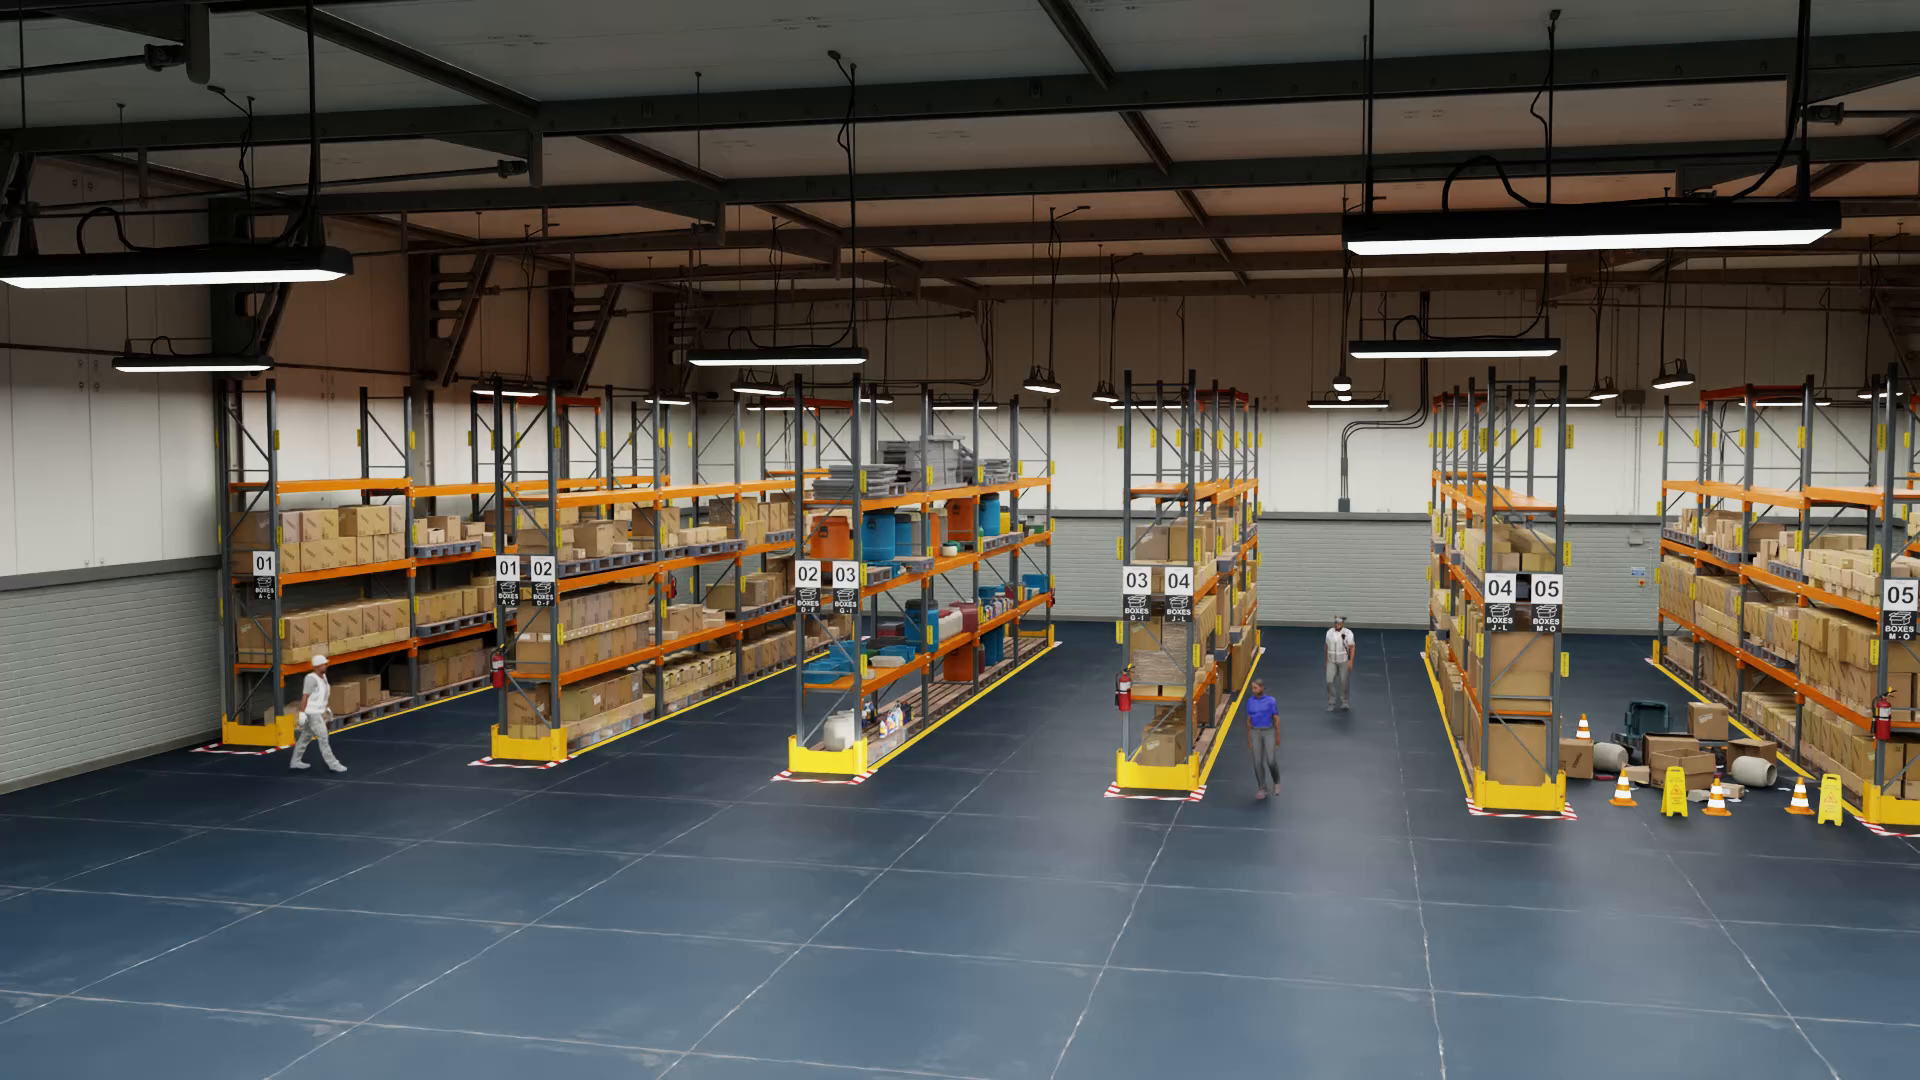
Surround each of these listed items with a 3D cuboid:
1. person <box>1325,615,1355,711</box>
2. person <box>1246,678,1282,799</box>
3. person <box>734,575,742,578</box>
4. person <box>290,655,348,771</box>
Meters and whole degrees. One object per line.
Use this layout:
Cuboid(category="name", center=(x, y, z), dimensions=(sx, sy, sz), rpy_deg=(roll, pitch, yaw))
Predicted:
Cuboid(category="person", center=(7.054, 2.296, 30.921), dimensions=(0.591, 1.825, 0.552), rpy_deg=(2, 4, 31))
Cuboid(category="person", center=(4.250, 2.778, 23.350), dimensions=(0.505, 1.650, 0.429), rpy_deg=(2, 4, 26))
Cuboid(category="person", center=(-5.519, 1.680, 40.993), dimensions=(0.492, 1.726, 0.574), rpy_deg=(-2, 4, -34))
Cuboid(category="person", center=(-9.691, 2.601, 25.146), dimensions=(0.928, 1.734, 0.617), rpy_deg=(0, 3, -1))
